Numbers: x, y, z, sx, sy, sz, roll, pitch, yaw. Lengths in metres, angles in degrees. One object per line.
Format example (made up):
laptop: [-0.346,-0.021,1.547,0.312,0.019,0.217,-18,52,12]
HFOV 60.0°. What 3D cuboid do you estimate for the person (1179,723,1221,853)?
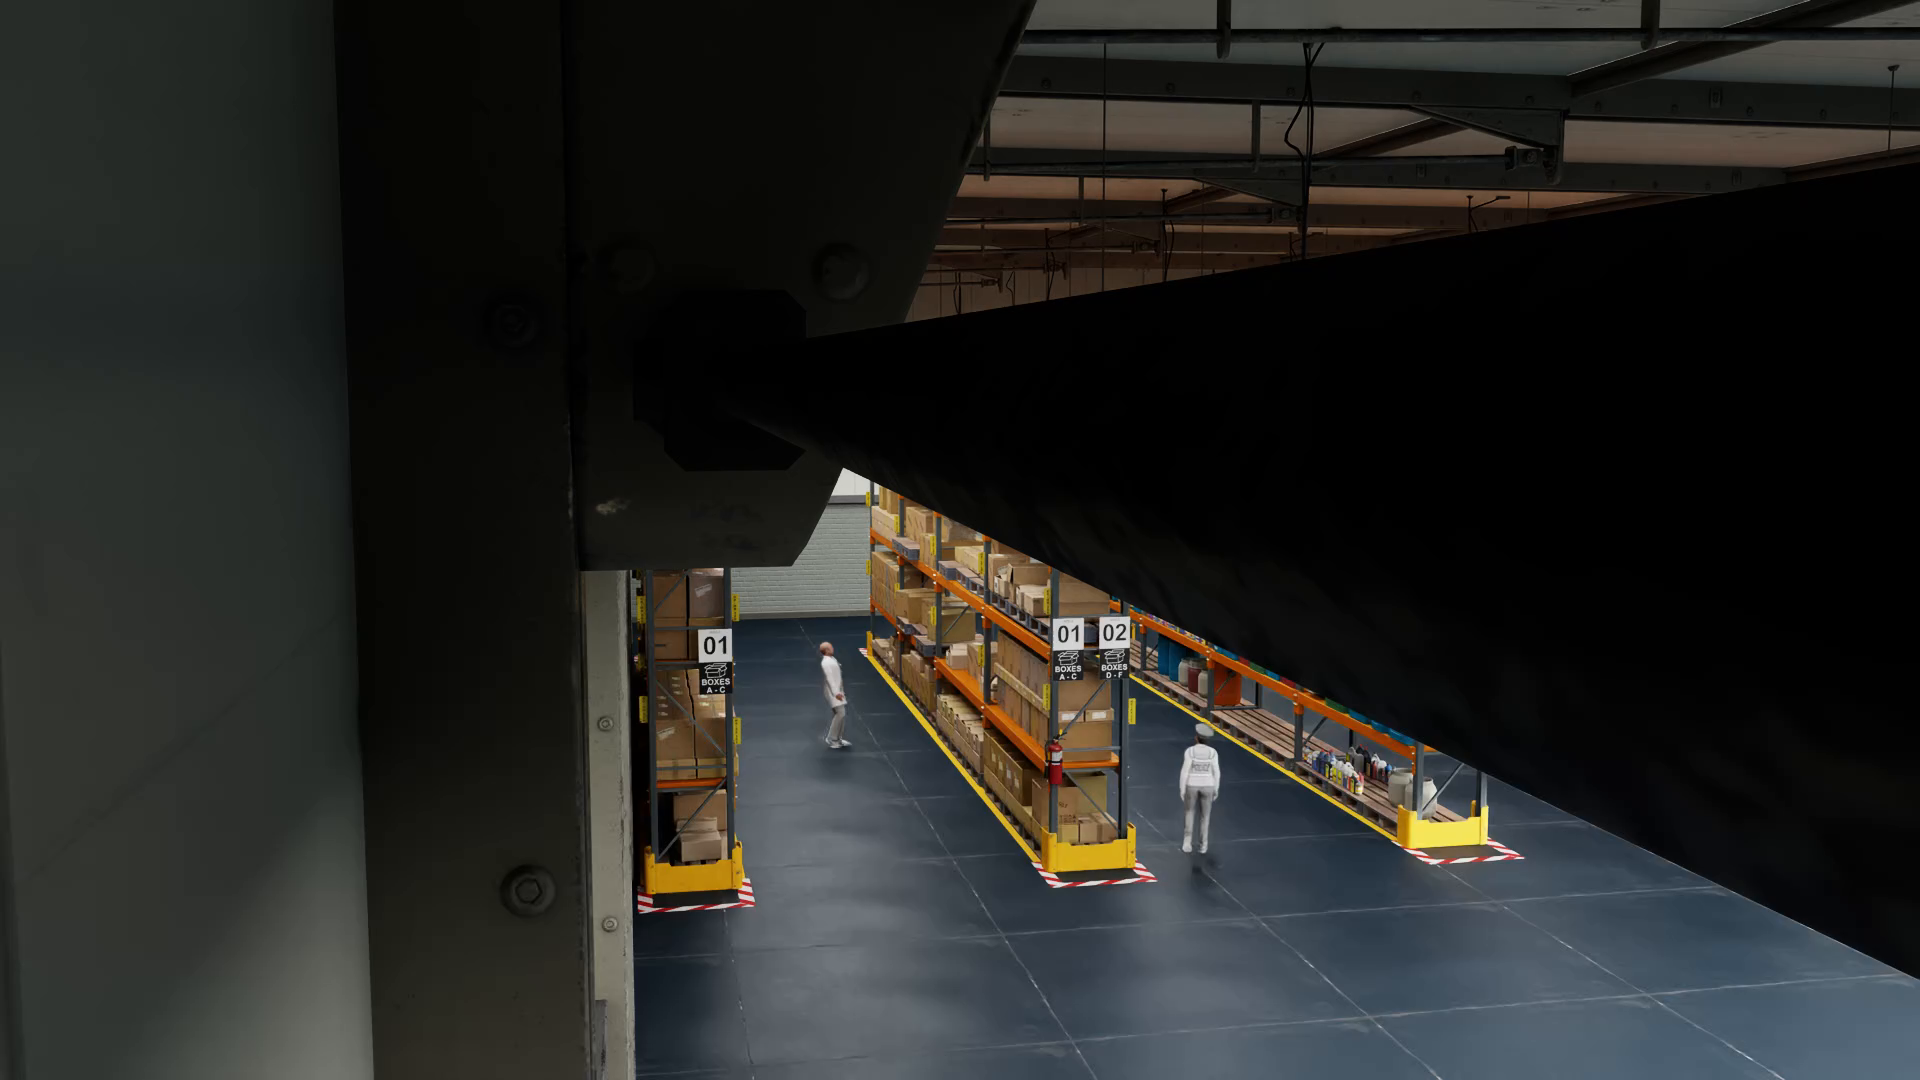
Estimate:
person: [3.117,3.228,21.594,0.502,1.686,0.447,2,6,18]

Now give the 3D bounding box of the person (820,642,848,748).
person: [-2.087,2.597,27.820,0.480,1.822,0.603,1,6,13]
